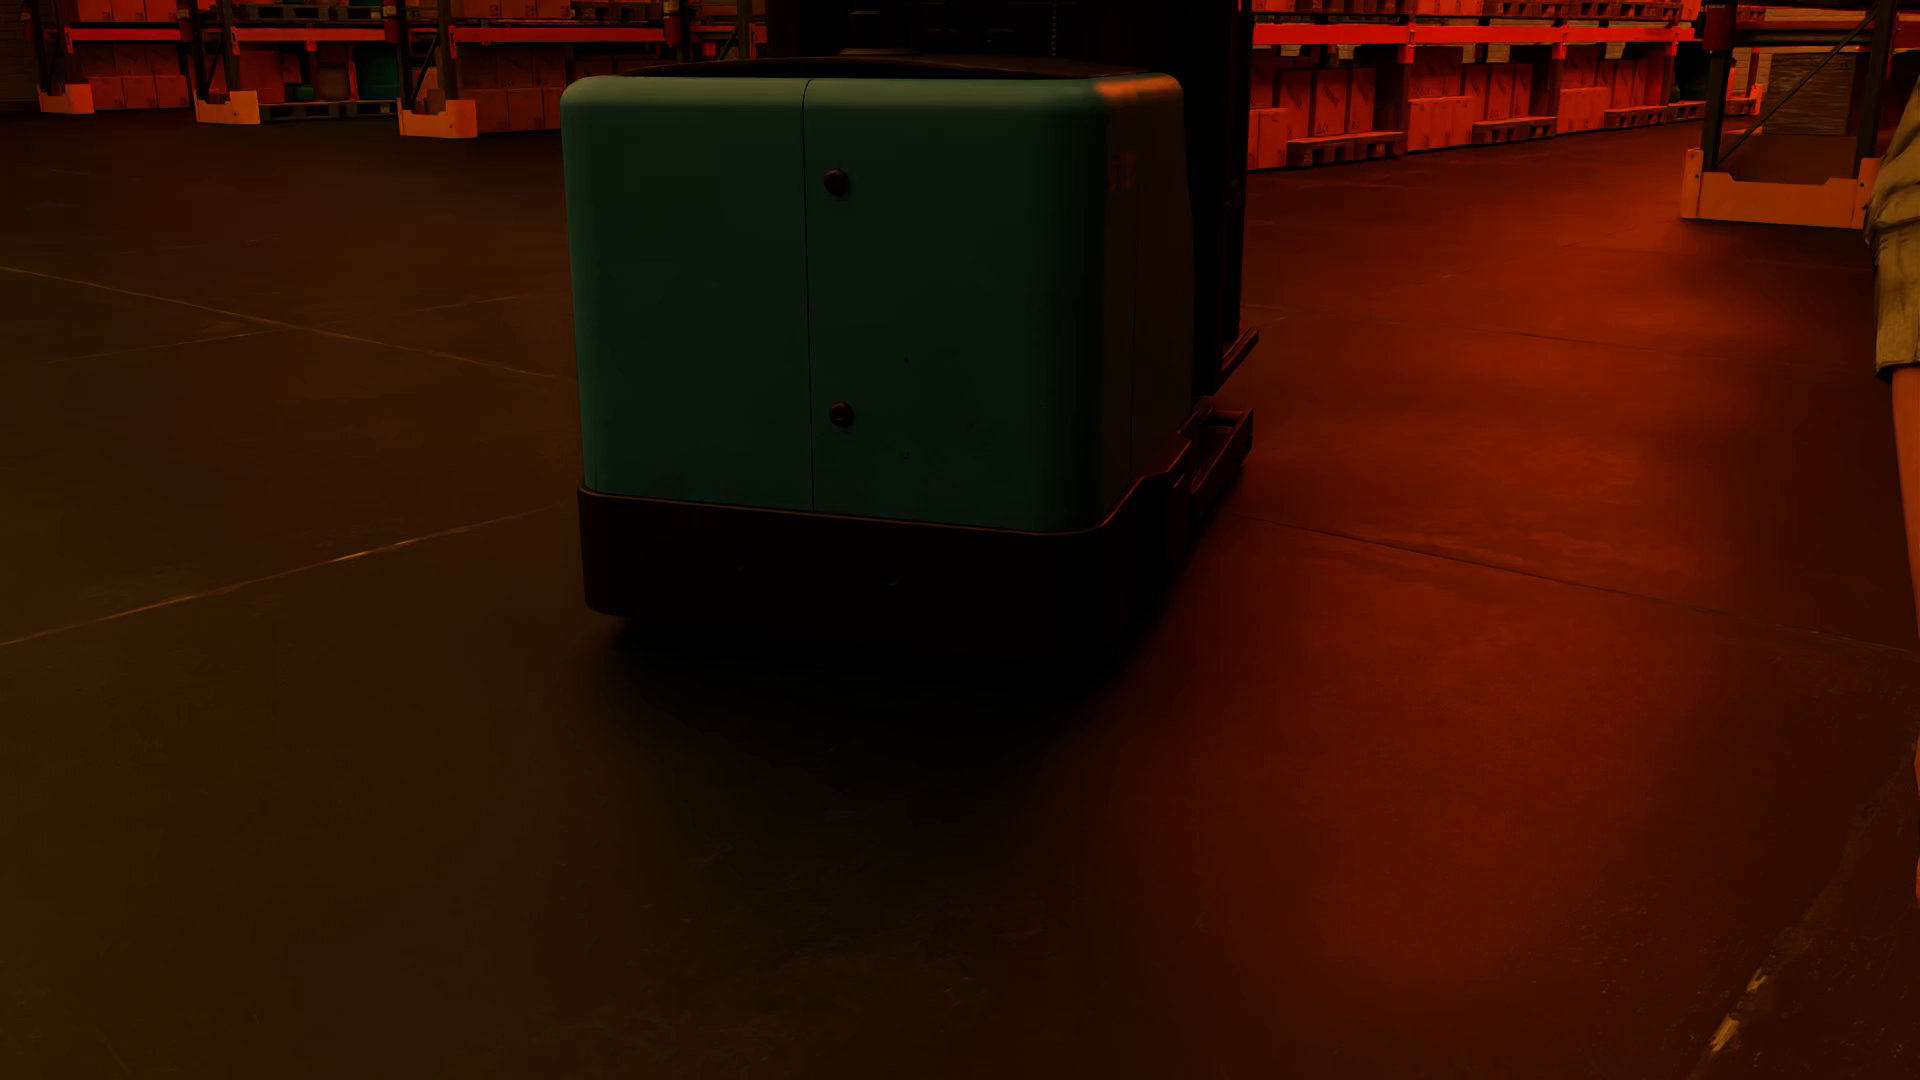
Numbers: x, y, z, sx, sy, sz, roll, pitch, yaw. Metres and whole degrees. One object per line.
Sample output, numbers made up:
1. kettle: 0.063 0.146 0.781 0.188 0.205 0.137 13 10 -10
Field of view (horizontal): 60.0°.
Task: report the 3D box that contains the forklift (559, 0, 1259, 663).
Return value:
1. forklift: 0.182 -1.571 4.072 1.130 2.935 3.031 5 18 17
